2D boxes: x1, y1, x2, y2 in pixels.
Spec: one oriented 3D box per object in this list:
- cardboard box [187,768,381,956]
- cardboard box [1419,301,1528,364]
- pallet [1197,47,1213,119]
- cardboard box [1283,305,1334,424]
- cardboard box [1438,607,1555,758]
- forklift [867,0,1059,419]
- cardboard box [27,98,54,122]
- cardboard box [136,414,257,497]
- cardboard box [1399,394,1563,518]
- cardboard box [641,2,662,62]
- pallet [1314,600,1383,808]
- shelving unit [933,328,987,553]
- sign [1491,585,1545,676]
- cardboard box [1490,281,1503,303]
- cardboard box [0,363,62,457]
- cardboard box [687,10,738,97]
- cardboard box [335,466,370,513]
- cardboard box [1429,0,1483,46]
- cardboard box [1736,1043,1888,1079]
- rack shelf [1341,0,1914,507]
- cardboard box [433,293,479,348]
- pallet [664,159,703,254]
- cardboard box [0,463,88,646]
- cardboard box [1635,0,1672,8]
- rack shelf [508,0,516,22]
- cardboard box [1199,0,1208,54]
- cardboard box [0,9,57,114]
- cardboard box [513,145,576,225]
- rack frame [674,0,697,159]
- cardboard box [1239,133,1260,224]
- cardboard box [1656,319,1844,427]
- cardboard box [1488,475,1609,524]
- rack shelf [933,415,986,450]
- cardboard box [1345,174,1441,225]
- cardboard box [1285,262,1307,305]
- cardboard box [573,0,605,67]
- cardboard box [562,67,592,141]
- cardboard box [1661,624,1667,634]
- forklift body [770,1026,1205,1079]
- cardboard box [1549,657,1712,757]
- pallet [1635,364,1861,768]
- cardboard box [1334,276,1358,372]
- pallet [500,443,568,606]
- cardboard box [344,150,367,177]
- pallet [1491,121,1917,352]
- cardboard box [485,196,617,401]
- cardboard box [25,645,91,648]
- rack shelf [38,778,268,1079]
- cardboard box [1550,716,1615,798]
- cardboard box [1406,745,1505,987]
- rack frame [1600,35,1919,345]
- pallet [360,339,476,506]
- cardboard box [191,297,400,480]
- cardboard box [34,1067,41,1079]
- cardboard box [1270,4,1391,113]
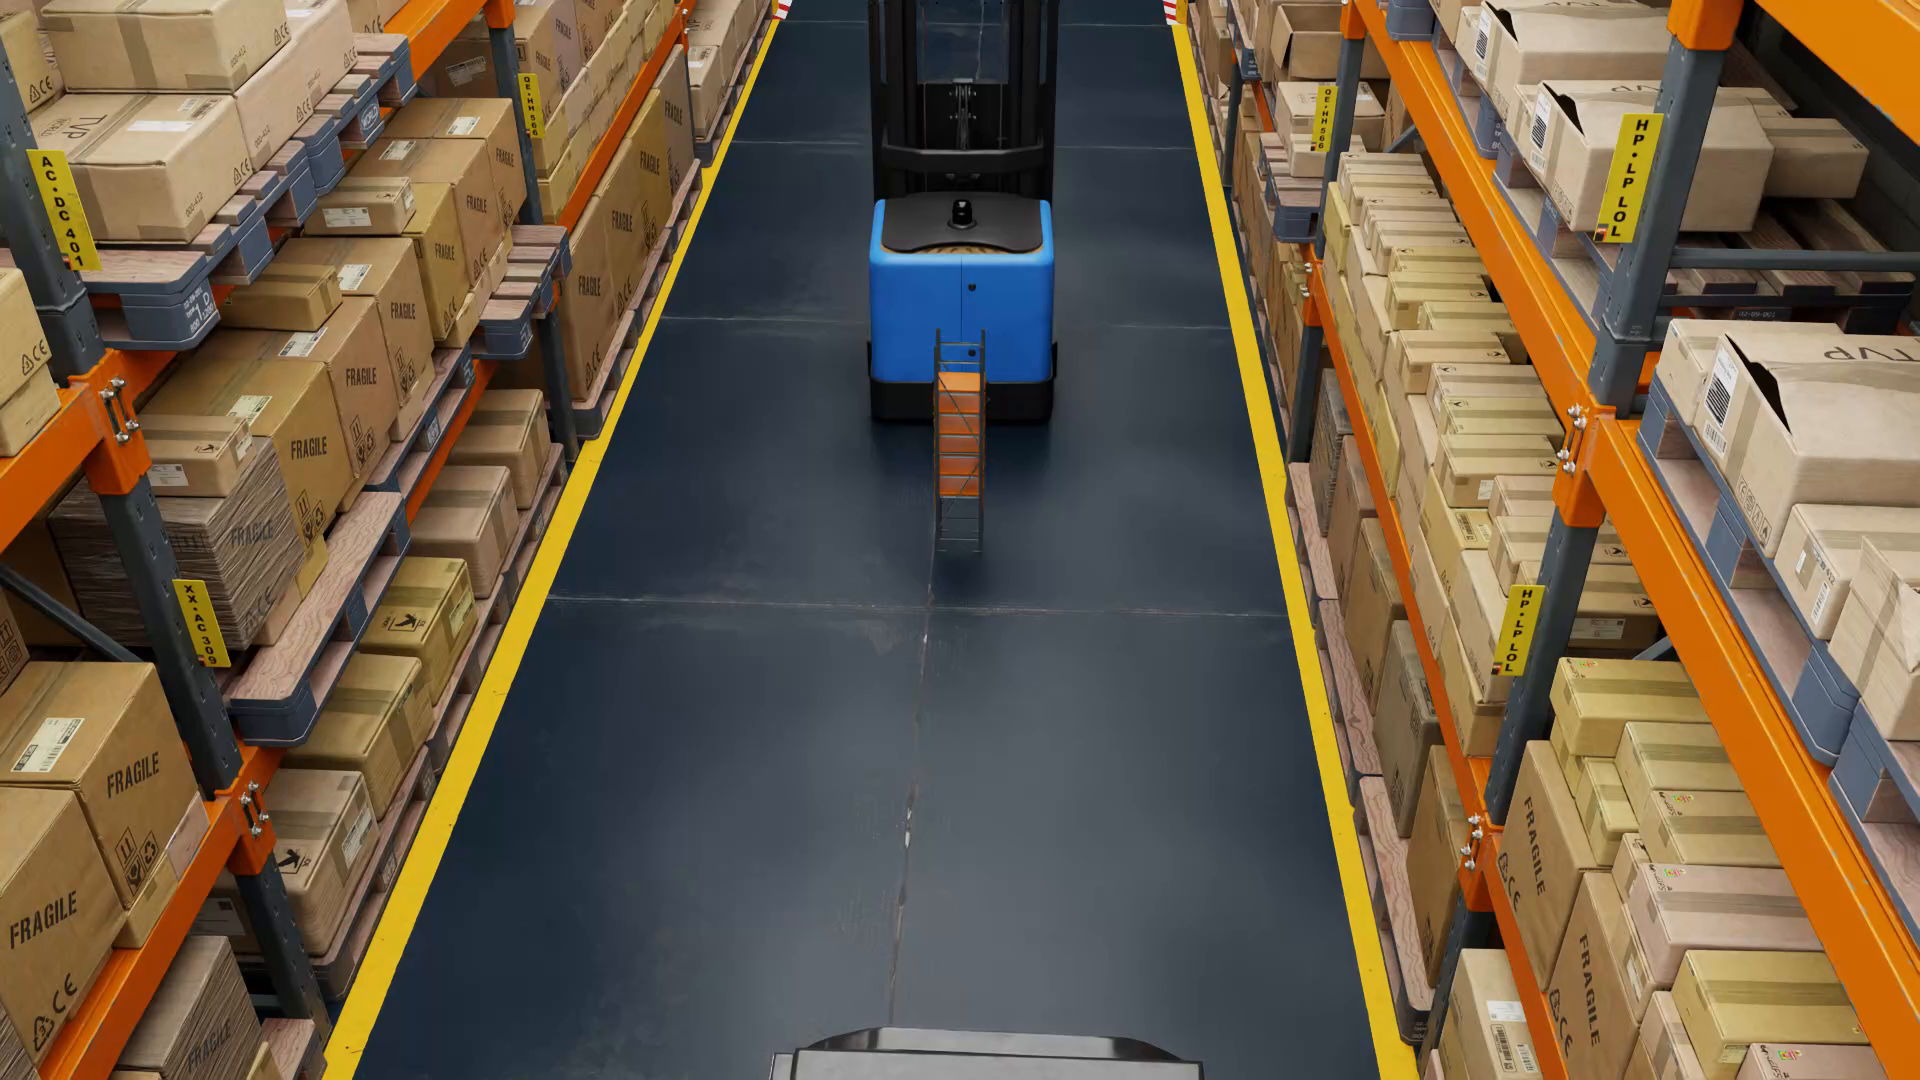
[{"bbox_3d":[-2.795,1.200,6.300,0.950,0.372,0.625,2,35,2],"label":"cardboard box"},{"bbox_3d":[2.045,-0.824,6.609,0.380,0.149,0.250,1,35,2],"label":"cardboard box"},{"bbox_3d":[2.543,-3.842,13.979,1.003,0.211,1.213,1,35,2],"label":"pallet"},{"bbox_3d":[2.109,-0.985,9.297,0.500,0.500,0.500,2,35,3],"label":"cardboard box"},{"bbox_3d":[1.905,0.476,5.540,0.500,0.250,0.500,2,35,3],"label":"cardboard box"},{"bbox_3d":[0.021,-2.707,9.999,1.130,2.935,3.031,0,35,0],"label":"forklift"},{"bbox_3d":[-2.935,-1.079,4.778,0.500,0.250,0.500,1,35,1],"label":"cardboard box"},{"bbox_3d":[-2.441,-0.264,5.188,0.380,0.149,0.250,1,35,2],"label":"cardboard box"},{"bbox_3d":[1.950,-0.310,6.224,0.500,0.250,0.500,2,35,3],"label":"cardboard box"},{"bbox_3d":[-2.280,-3.381,11.028,0.500,0.250,0.500,1,35,1],"label":"cardboard box"},{"bbox_3d":[2.183,0.724,7.482,1.003,0.211,1.213,1,35,2],"label":"pallet"},{"bbox_3d":[-0.001,-0.483,8.339,0.258,1.200,0.189,1,35,2],"label":"shelving unit"},{"bbox_3d":[1.604,0.262,4.776,0.100,0.325,0.005,1,35,2],"label":"sign"},{"bbox_3d":[2.525,-0.885,7.042,0.500,0.250,0.500,1,35,2],"label":"cardboard box"},{"bbox_3d":[-2.521,-0.338,4.178,0.380,0.149,0.250,1,35,2],"label":"cardboard box"},{"bbox_3d":[-2.324,-3.995,13.634,0.875,0.438,0.875,0,35,0],"label":"cardboard box"},{"bbox_3d":[-2.470,-0.236,6.276,0.380,0.149,0.250,2,35,3],"label":"cardboard box"},{"bbox_3d":[1.994,-2.073,5.889,0.500,0.500,0.500,2,35,3],"label":"cardboard box"},{"bbox_3d":[1.865,1.201,3.469,0.380,0.149,0.250,1,35,2],"label":"cardboard box"},{"bbox_3d":[2.227,-1.372,6.056,1.077,0.370,4.000,1,35,2],"label":"rack shelf"},{"bbox_3d":[-2.350,-0.971,7.322,0.380,0.149,0.250,2,35,3],"label":"cardboard box"},{"bbox_3d":[-2.448,-2.413,11.945,1.003,0.211,1.213,1,35,2],"label":"pallet"},{"bbox_3d":[-3.024,-0.007,5.387,0.500,0.500,0.500,1,35,1],"label":"cardboard box"},{"bbox_3d":[2.457,-1.983,6.050,0.380,0.166,0.250,1,35,2],"label":"cardboard box"},{"bbox_3d":[-2.572,-3.782,9.486,1.077,0.370,4.000,1,35,2],"label":"rack shelf"},{"bbox_3d":[2.436,-4.494,14.290,0.700,0.500,0.500,3,35,4],"label":"cardboard box"},{"bbox_3d":[-2.917,-1.280,4.631,0.500,0.250,0.500,2,35,3],"label":"cardboard box"},{"bbox_3d":[-2.382,-1.914,8.941,0.500,0.250,0.500,1,35,1],"label":"cardboard box"},{"bbox_3d":[-2.492,-3.998,11.776,1.000,3.000,0.127,1,35,2],"label":"rack frame"},{"bbox_3d":[2.212,-2.456,11.391,0.500,0.500,0.500,1,35,1],"label":"cardboard box"},{"bbox_3d":[1.825,-0.376,3.780,0.380,0.149,0.250,2,35,3],"label":"cardboard box"},{"bbox_3d":[1.993,-0.085,5.557,0.380,0.149,0.250,1,35,2],"label":"cardboard box"},{"bbox_3d":[-0.001,-0.544,8.295,0.258,0.103,0.180,1,35,2],"label":"rack shelf"},{"bbox_3d":[1.991,-1.564,7.662,0.380,0.149,0.250,2,35,3],"label":"cardboard box"},{"bbox_3d":[2.054,-1.449,9.394,0.380,0.149,0.250,0,35,-1],"label":"cardboard box"},{"bbox_3d":[-2.342,-3.010,9.414,0.500,0.500,0.500,2,35,3],"label":"cardboard box"},{"bbox_3d":[-2.364,-2.426,9.234,0.500,0.250,0.500,2,35,3],"label":"cardboard box"},{"bbox_3d":[2.375,0.207,5.141,0.380,0.149,0.250,1,35,1],"label":"cardboard box"},{"bbox_3d":[0.239,2.224,3.661,2.313,2.155,1.214,1,35,2],"label":"forklift body"},{"bbox_3d":[1.837,0.459,4.525,0.380,0.149,0.250,2,35,3],"label":"cardboard box"},{"bbox_3d":[2.138,0.010,3.541,1.003,0.211,1.213,1,35,2],"label":"pallet"},{"bbox_3d":[2.020,-0.988,7.624,0.500,0.250,0.500,1,35,1],"label":"cardboard box"},{"bbox_3d":[-2.686,-0.111,8.669,1.003,0.211,1.213,1,35,2],"label":"pallet"},{"bbox_3d":[-2.916,-1.482,7.485,0.500,0.500,0.500,3,35,4],"label":"cardboard box"},{"bbox_3d":[2.169,-0.946,4.990,0.805,0.209,1.217,0,35,0],"label":"pallet"},{"bbox_3d":[-2.542,-1.398,9.558,0.875,0.875,0.875,1,35,1],"label":"cardboard box"},{"bbox_3d":[-3.069,0.227,5.618,0.380,0.149,0.250,2,35,3],"label":"cardboard box"},{"bbox_3d":[-2.894,2.041,3.808,1.077,0.370,4.000,1,35,2],"label":"rack shelf"},{"bbox_3d":[1.871,0.581,4.609,0.380,0.149,0.250,1,35,1],"label":"cardboard box"},{"bbox_3d":[2.156,1.210,6.065,0.875,0.625,0.625,3,35,4],"label":"cardboard box"},{"bbox_3d":[2.146,-1.744,3.351,1.000,3.000,0.127,1,35,2],"label":"rack frame"},{"bbox_3d":[-2.691,-0.484,6.942,1.003,0.211,1.213,1,35,2],"label":"pallet"},{"bbox_3d":[-2.455,-0.571,6.188,0.500,0.500,0.500,1,35,2],"label":"cardboard box"},{"bbox_3d":[-2.559,1.476,4.205,0.380,0.149,0.250,1,35,1],"label":"cardboard box"},{"bbox_3d":[2.188,-2.744,9.536,0.797,0.503,0.637,1,35,1],"label":"cardboard box"}]
